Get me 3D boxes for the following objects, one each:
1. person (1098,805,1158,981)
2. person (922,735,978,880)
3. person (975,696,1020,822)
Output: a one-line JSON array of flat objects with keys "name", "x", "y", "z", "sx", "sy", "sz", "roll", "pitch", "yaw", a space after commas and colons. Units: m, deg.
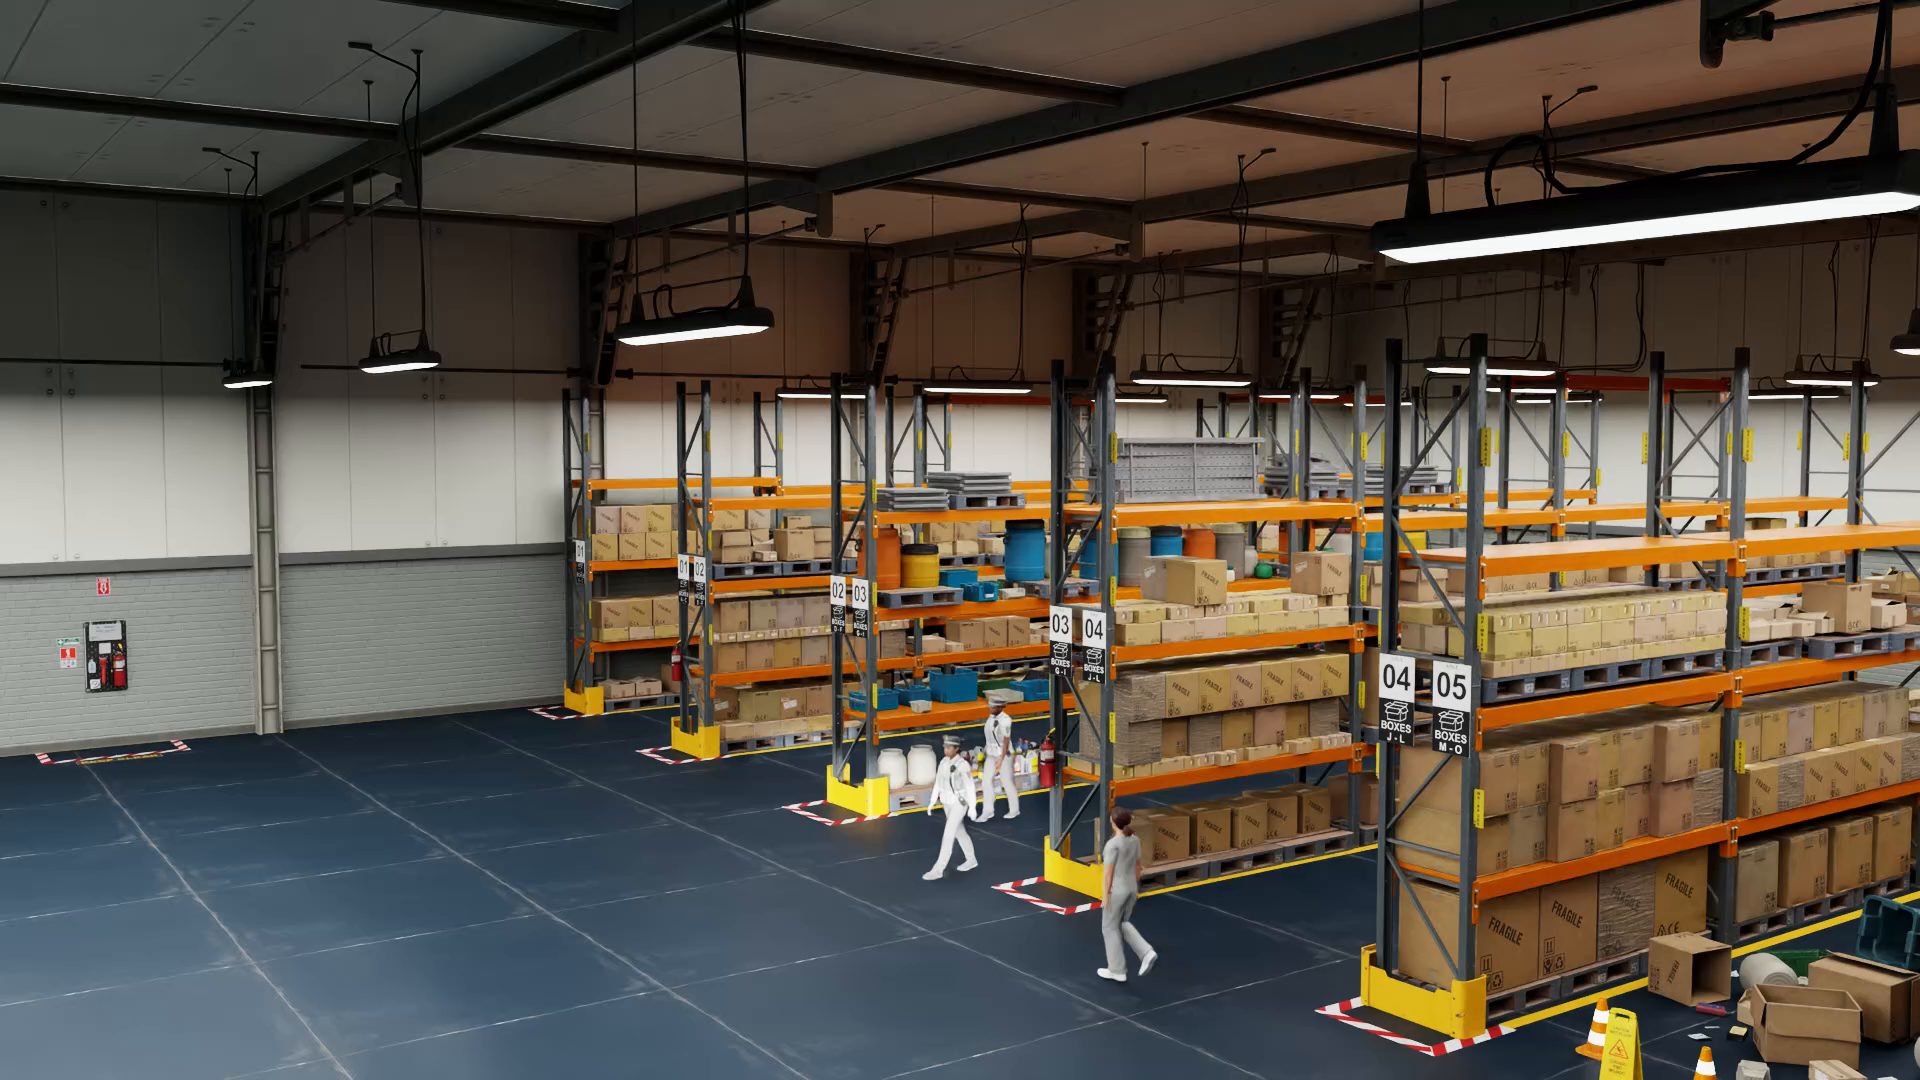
[{"name": "person", "x": 1.551, "y": 3.317, "z": 15.580, "sx": 0.593, "sy": 1.659, "sz": 0.437, "roll": 3, "pitch": 5, "yaw": 40}, {"name": "person", "x": -0.143, "y": 3.081, "z": 19.323, "sx": 0.941, "sy": 1.639, "sz": 0.522, "roll": -3, "pitch": 5, "yaw": -37}, {"name": "person", "x": 0.520, "y": 2.923, "z": 22.219, "sx": 0.629, "sy": 1.691, "sz": 0.493, "roll": -3, "pitch": 5, "yaw": -35}]
